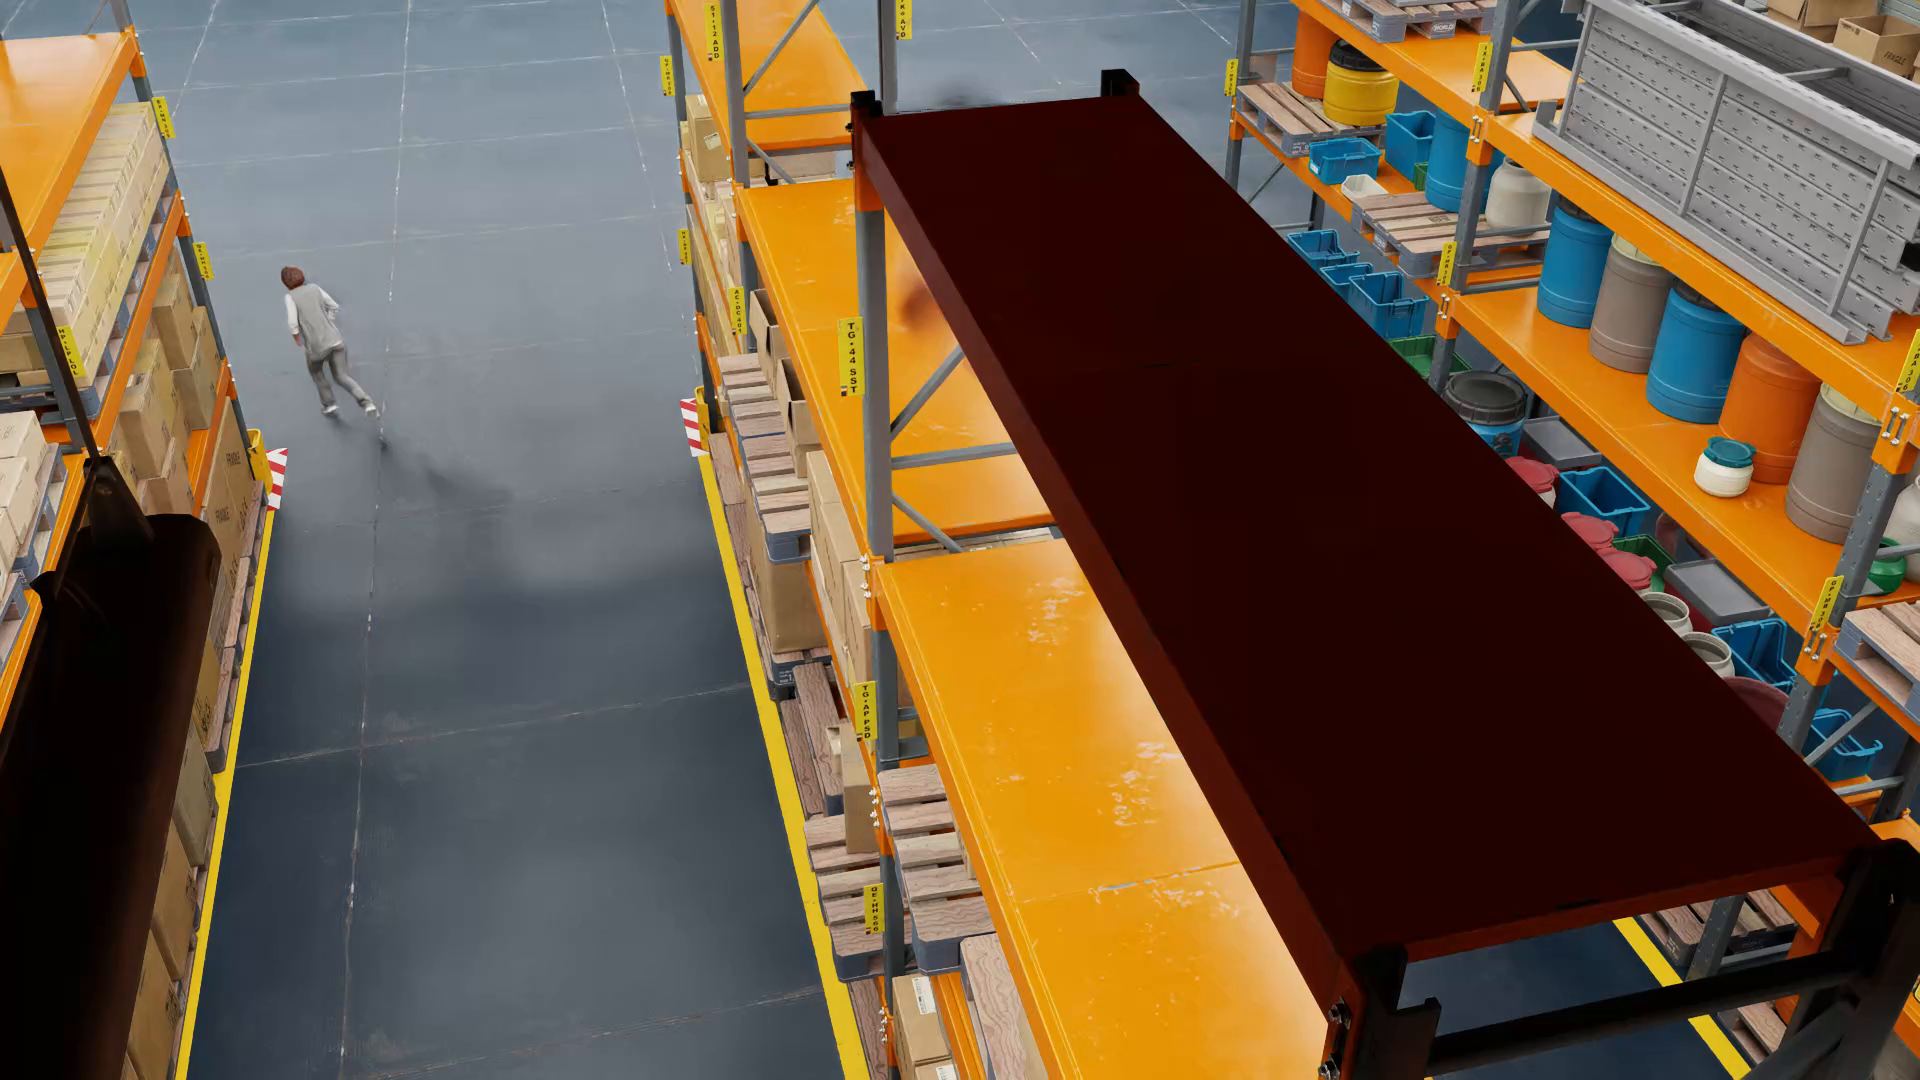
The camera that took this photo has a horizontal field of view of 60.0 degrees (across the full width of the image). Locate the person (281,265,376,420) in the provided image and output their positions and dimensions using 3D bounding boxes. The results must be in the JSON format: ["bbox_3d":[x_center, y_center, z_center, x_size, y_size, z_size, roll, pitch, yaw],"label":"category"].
[{"bbox_3d":[-5.787,-1.719,15.284,0.908,1.546,0.566,20,39,26],"label":"person"}]

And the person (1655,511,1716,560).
[{"bbox_3d":[5.857,-0.269,13.062,0.586,1.682,0.852,-17,38,-23],"label":"person"}]
